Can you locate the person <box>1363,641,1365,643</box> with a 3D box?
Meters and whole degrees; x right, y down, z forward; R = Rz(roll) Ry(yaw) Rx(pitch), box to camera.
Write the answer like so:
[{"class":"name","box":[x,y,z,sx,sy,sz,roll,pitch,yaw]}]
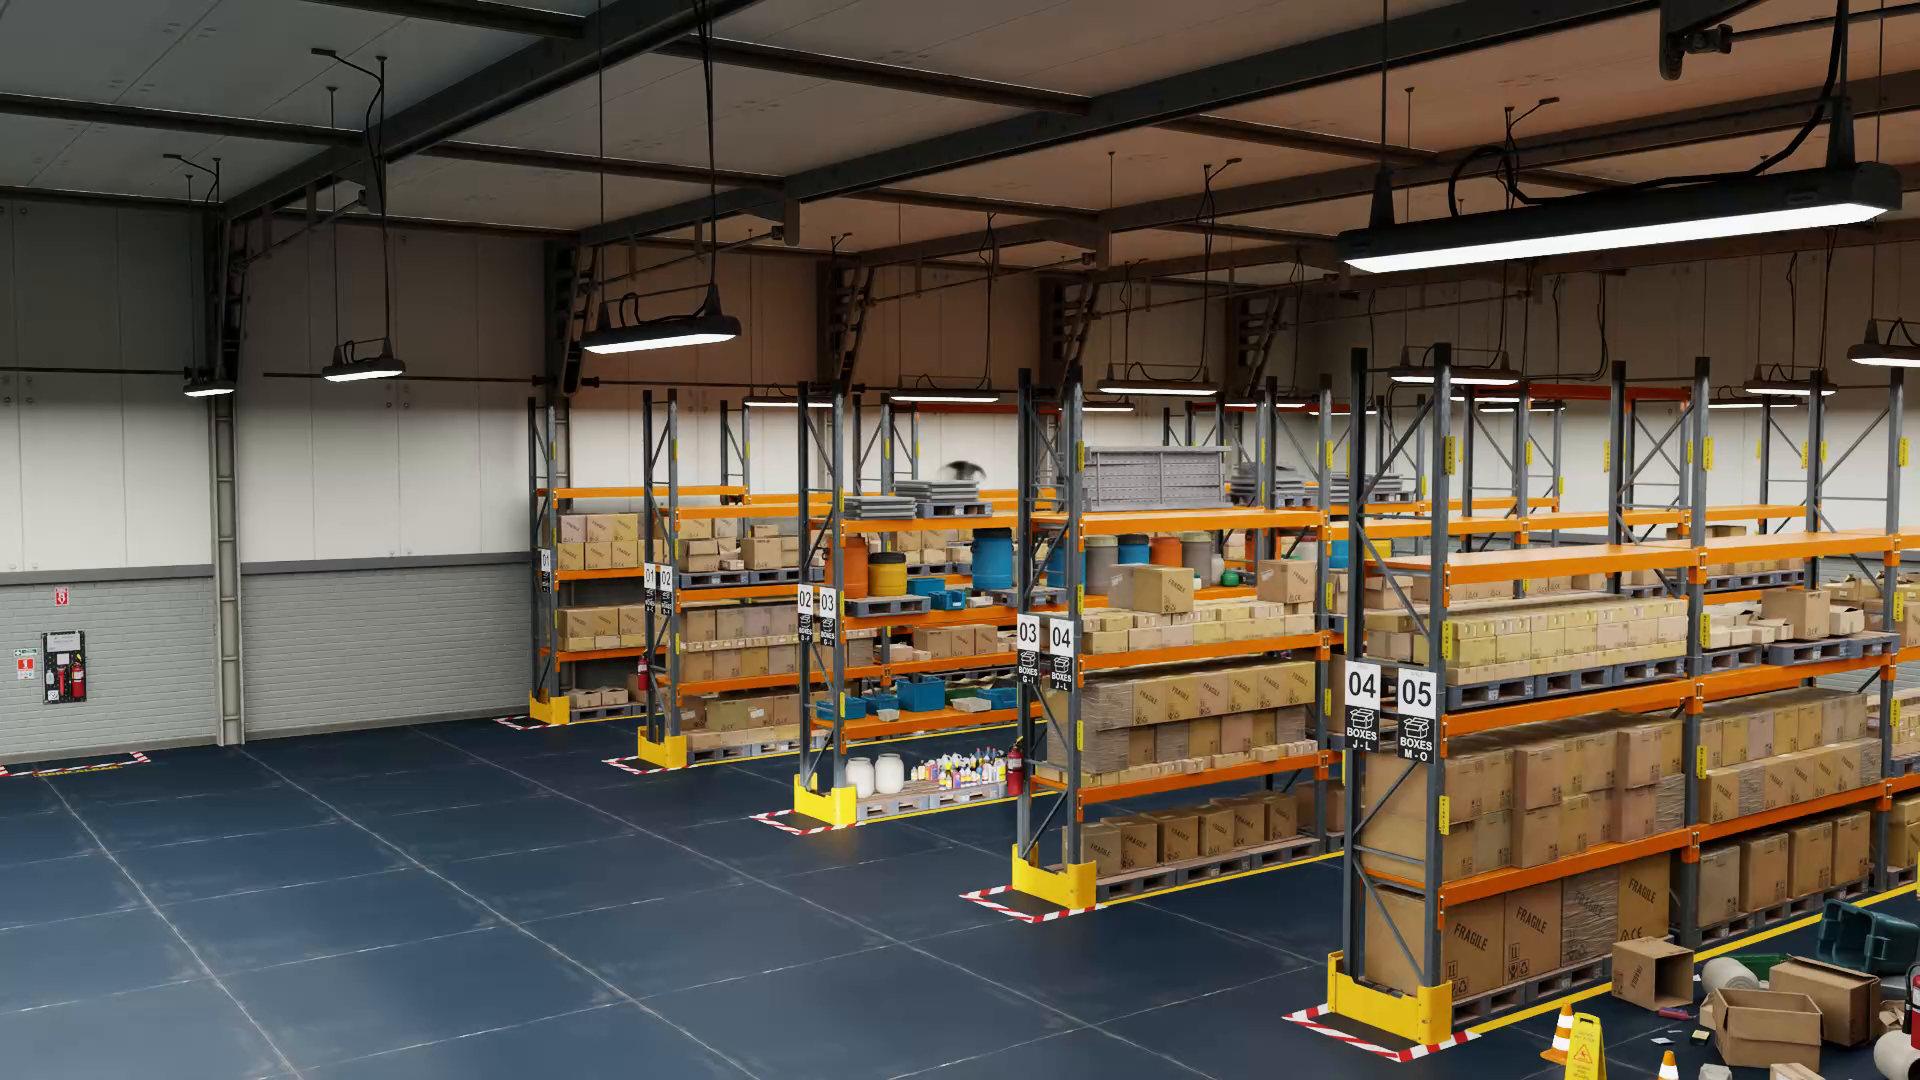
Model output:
[{"class":"person","box":[7.845,2.406,32.251,0.743,1.687,0.660,-1,4,-19]}]
